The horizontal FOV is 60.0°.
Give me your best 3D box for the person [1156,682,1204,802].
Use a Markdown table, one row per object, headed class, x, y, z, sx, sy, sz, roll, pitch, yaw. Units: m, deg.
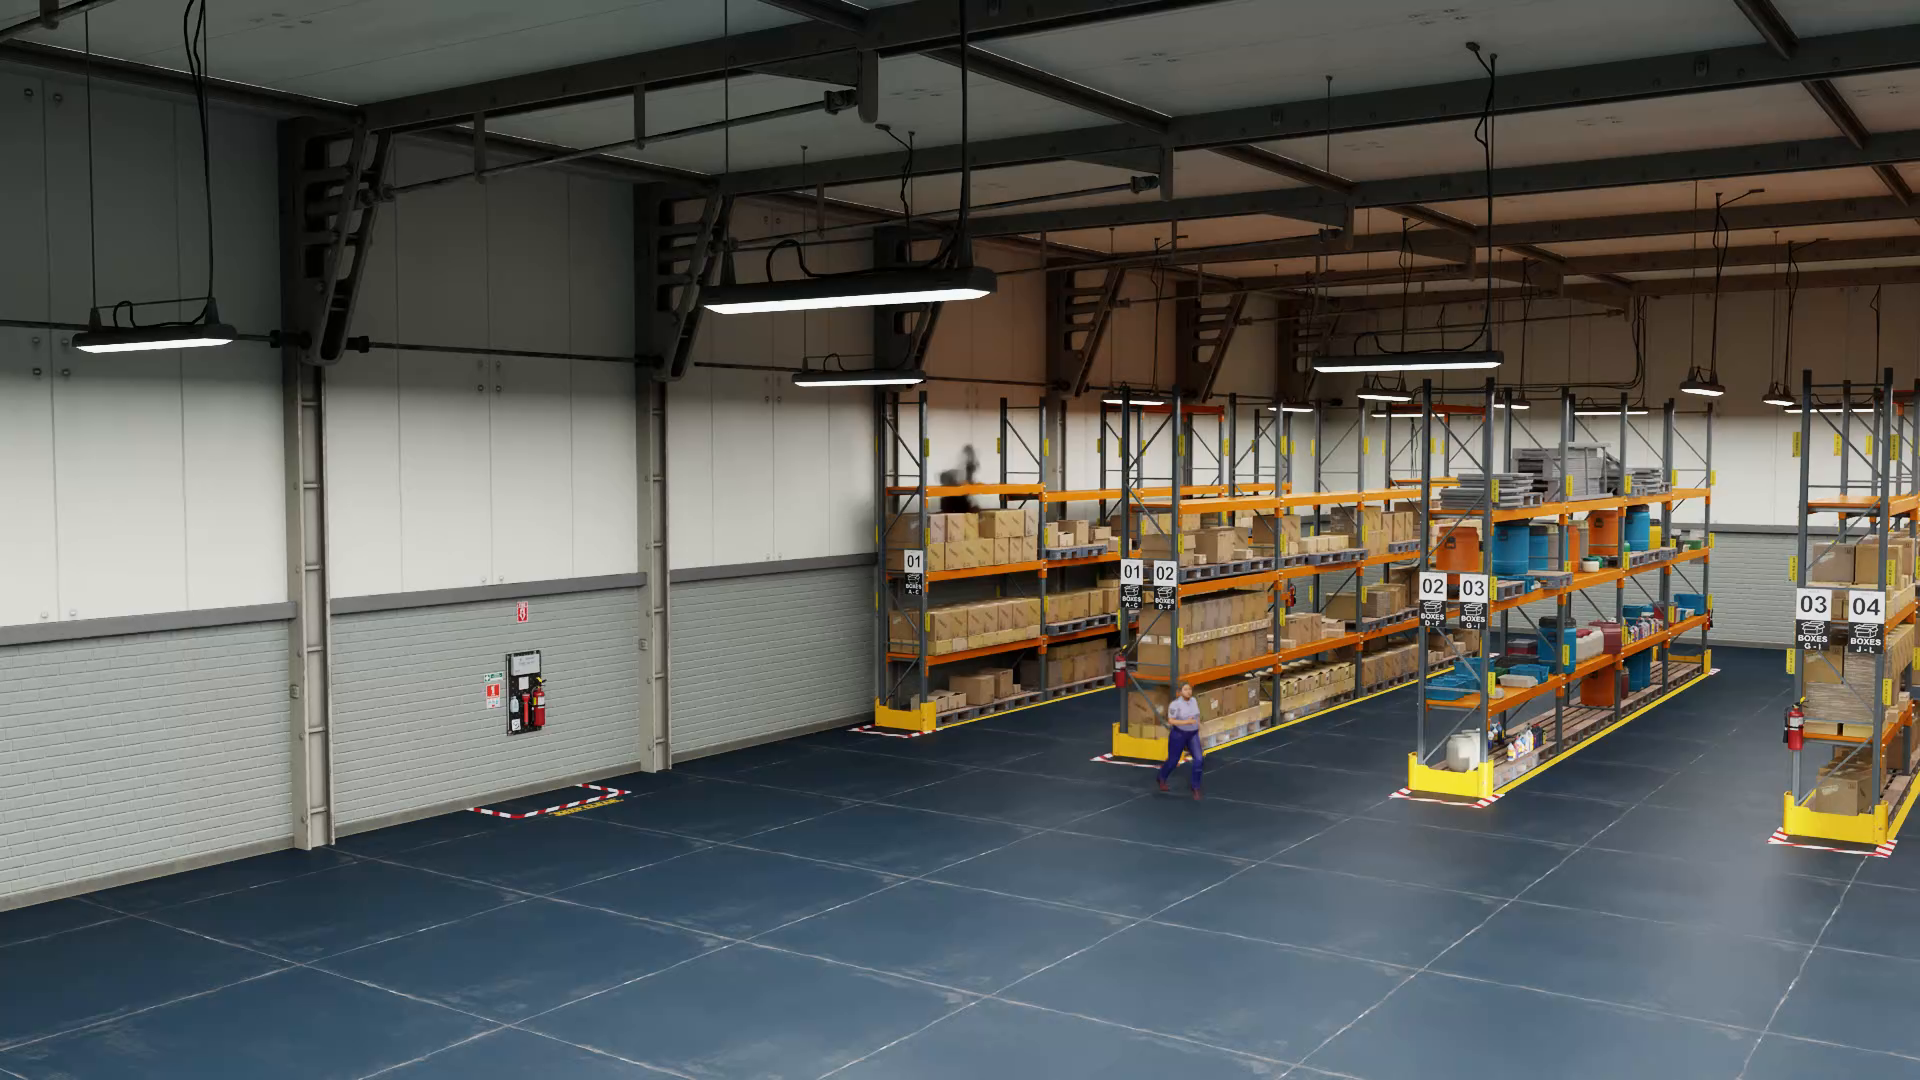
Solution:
| class | x | y | z | sx | sy | sz | roll | pitch | yaw |
| --- | --- | --- | --- | --- | --- | --- | --- | --- | --- |
| person | 3.196 | 2.866 | 23.844 | 0.611 | 1.697 | 0.882 | -1 | 3 | -23 |
